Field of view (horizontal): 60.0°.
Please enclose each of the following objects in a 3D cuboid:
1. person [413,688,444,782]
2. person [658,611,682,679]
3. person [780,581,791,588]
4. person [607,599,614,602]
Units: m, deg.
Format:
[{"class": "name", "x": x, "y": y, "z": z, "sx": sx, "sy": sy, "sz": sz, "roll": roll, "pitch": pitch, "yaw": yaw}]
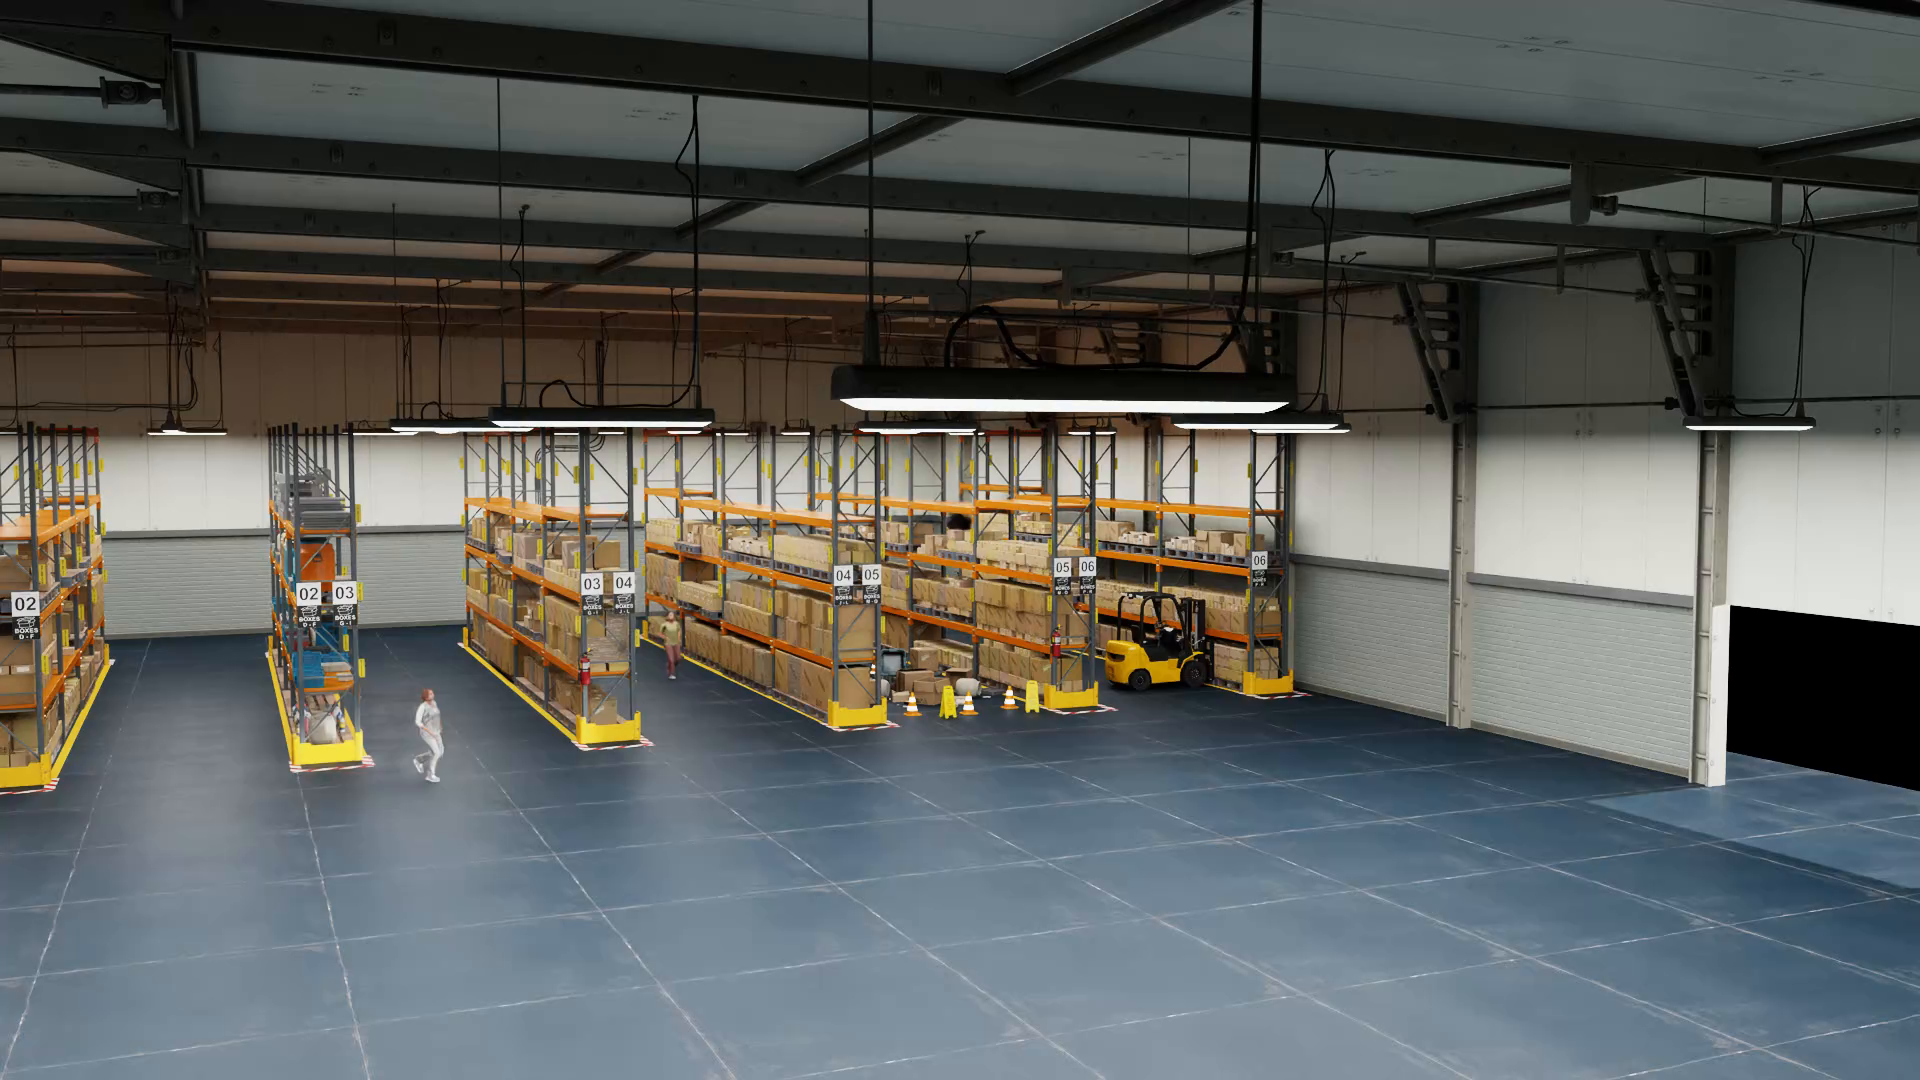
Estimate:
[{"class": "person", "x": -8.923, "y": 3.252, "z": 27.806, "sx": 0.506, "sy": 1.568, "sz": 0.537, "roll": 1, "pitch": 4, "yaw": 14}, {"class": "person", "x": -6.874, "y": 2.492, "z": 39.556, "sx": 0.577, "sy": 1.621, "sz": 0.562, "roll": -2, "pitch": 4, "yaw": -32}, {"class": "person", "x": -5.415, "y": 1.799, "z": 50.859, "sx": 0.596, "sy": 1.624, "sz": 0.578, "roll": -1, "pitch": 4, "yaw": -14}, {"class": "person", "x": -10.200, "y": 1.951, "z": 48.123, "sx": 0.781, "sy": 1.761, "sz": 0.820, "roll": 2, "pitch": 4, "yaw": 32}]
